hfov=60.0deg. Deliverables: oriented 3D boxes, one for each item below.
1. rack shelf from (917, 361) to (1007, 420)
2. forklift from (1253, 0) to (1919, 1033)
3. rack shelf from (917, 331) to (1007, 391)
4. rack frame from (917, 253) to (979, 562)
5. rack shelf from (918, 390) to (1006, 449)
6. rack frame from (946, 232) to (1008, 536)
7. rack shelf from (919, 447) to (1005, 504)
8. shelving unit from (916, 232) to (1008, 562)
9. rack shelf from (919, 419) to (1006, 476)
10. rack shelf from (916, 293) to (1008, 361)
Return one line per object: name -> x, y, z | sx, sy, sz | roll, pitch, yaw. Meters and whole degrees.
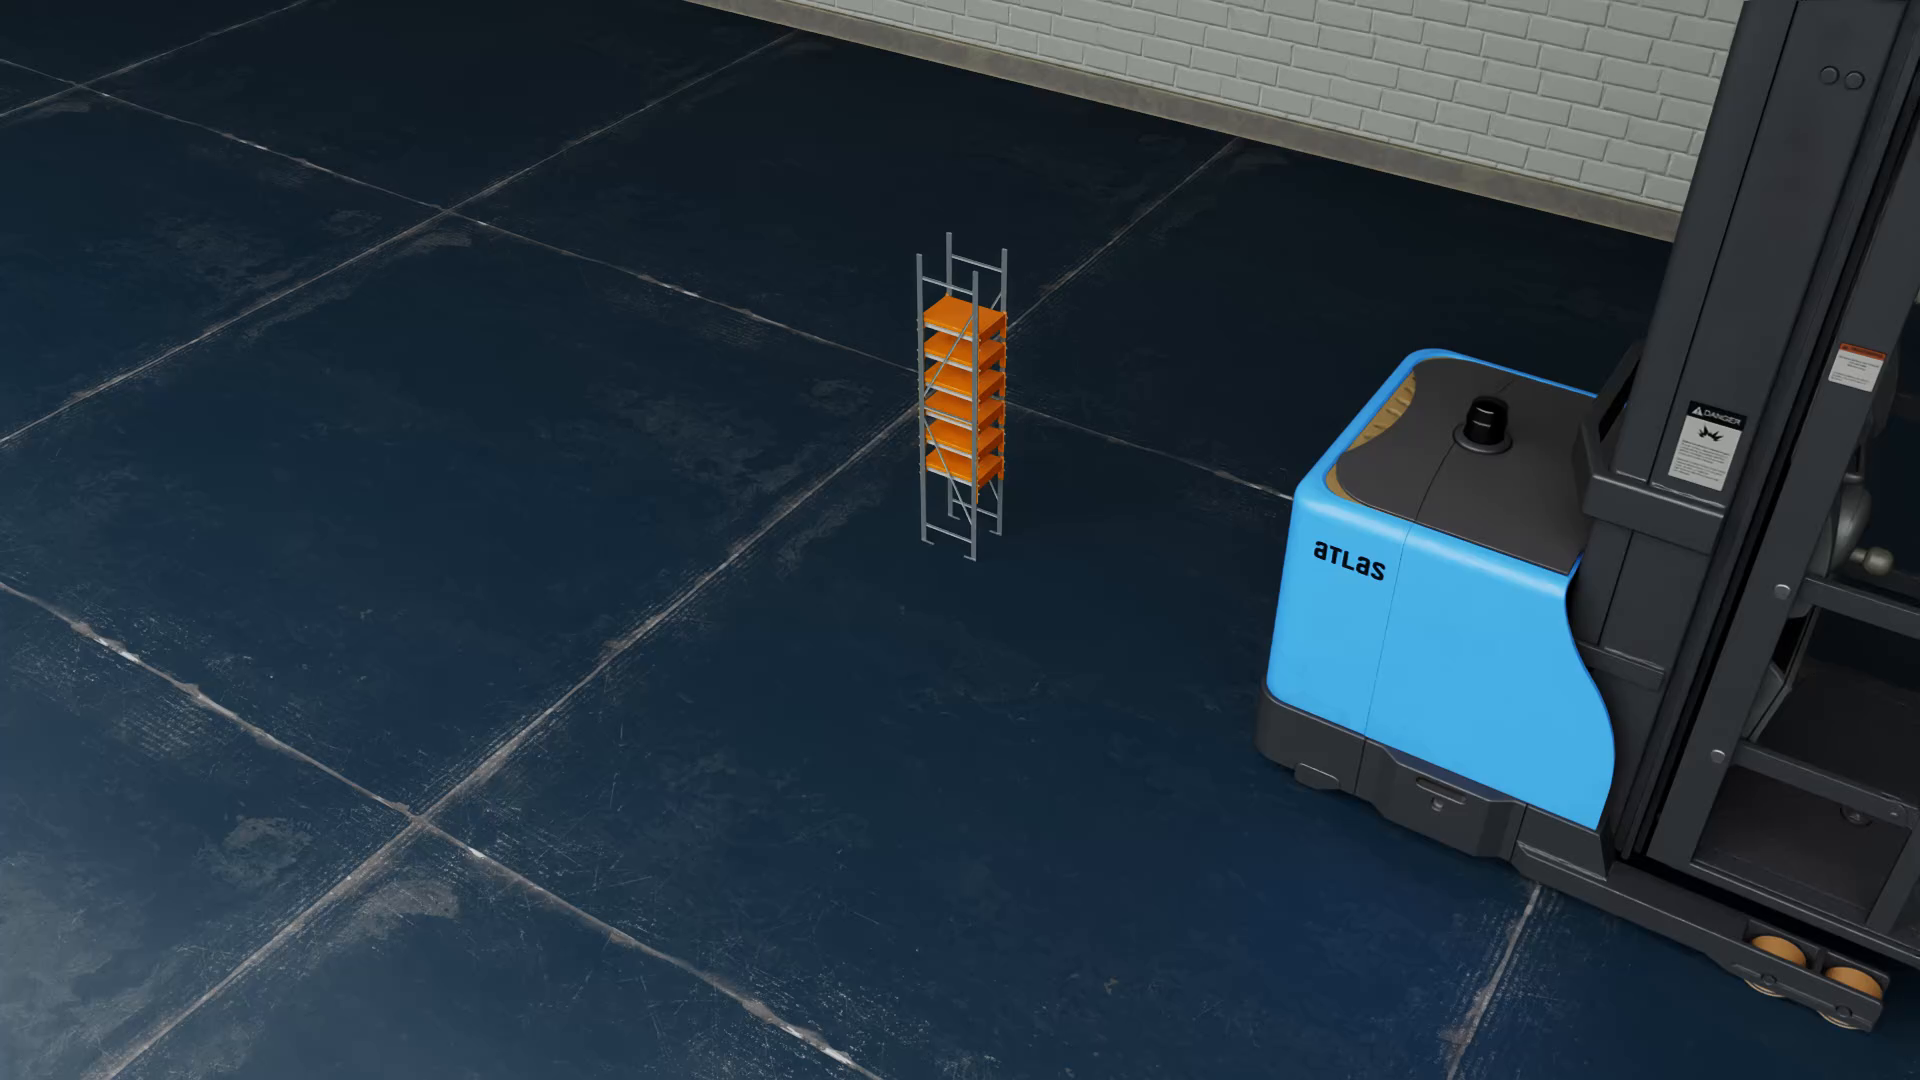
rack shelf -> 0.008, -0.542, 5.847 | 0.258, 0.103, 0.180 | 21, 42, 25
forklift -> 2.448, -0.206, 4.116 | 3.031, 2.935, 1.130 | 22, 43, 26
rack shelf -> 0.008, -0.638, 5.774 | 0.258, 0.103, 0.180 | 21, 42, 25
rack frame -> -0.041, -0.435, 5.832 | 0.240, 1.200, 0.006 | 21, 42, 25
rack shelf -> 0.008, -0.447, 5.920 | 0.258, 0.103, 0.180 | 21, 42, 25
rack frame -> 0.057, -0.530, 5.955 | 0.240, 1.200, 0.006 | 21, 42, 25
rack shelf -> 0.008, -0.257, 6.067 | 0.258, 0.103, 0.180 | 21, 42, 25
shelving unit -> 0.008, -0.483, 5.893 | 0.258, 1.200, 0.189 | 21, 42, 25
rack shelf -> 0.008, -0.352, 5.994 | 0.258, 0.103, 0.180 | 21, 42, 25
rack shelf -> 0.008, -0.733, 5.701 | 0.258, 0.103, 0.180 | 21, 42, 25
